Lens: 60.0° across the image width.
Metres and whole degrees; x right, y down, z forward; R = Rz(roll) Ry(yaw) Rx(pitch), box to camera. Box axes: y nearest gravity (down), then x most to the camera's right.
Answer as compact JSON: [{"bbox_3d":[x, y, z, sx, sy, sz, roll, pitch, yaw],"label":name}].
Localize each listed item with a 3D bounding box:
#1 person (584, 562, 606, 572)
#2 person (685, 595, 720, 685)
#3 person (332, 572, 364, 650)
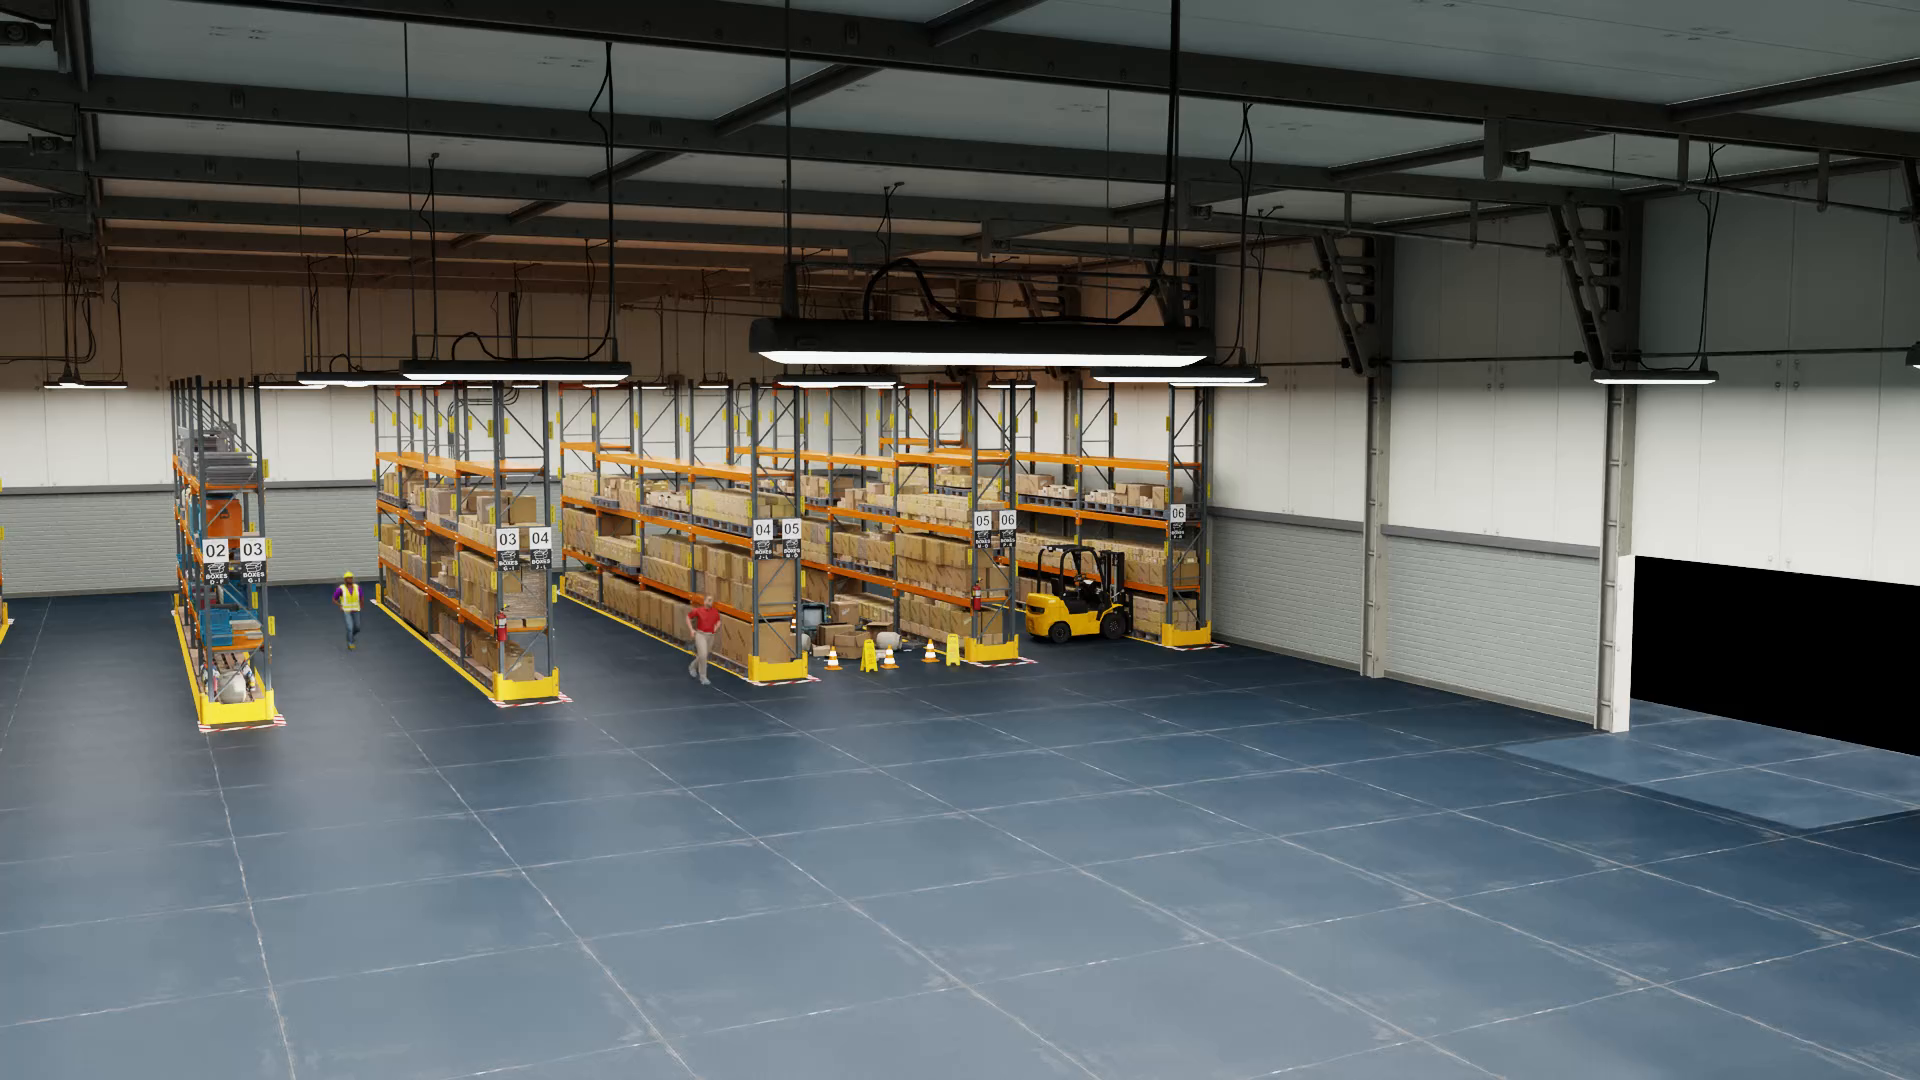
[{"bbox_3d":[-10.797,0.513,48.967,0.932,1.708,0.709,1,5,6],"label":"person"},{"bbox_3d":[-5.059,1.965,32.955,0.692,1.753,0.887,-5,7,-42],"label":"person"},{"bbox_3d":[-13.602,1.573,37.034,0.699,1.718,0.616,-4,6,-38],"label":"person"}]
